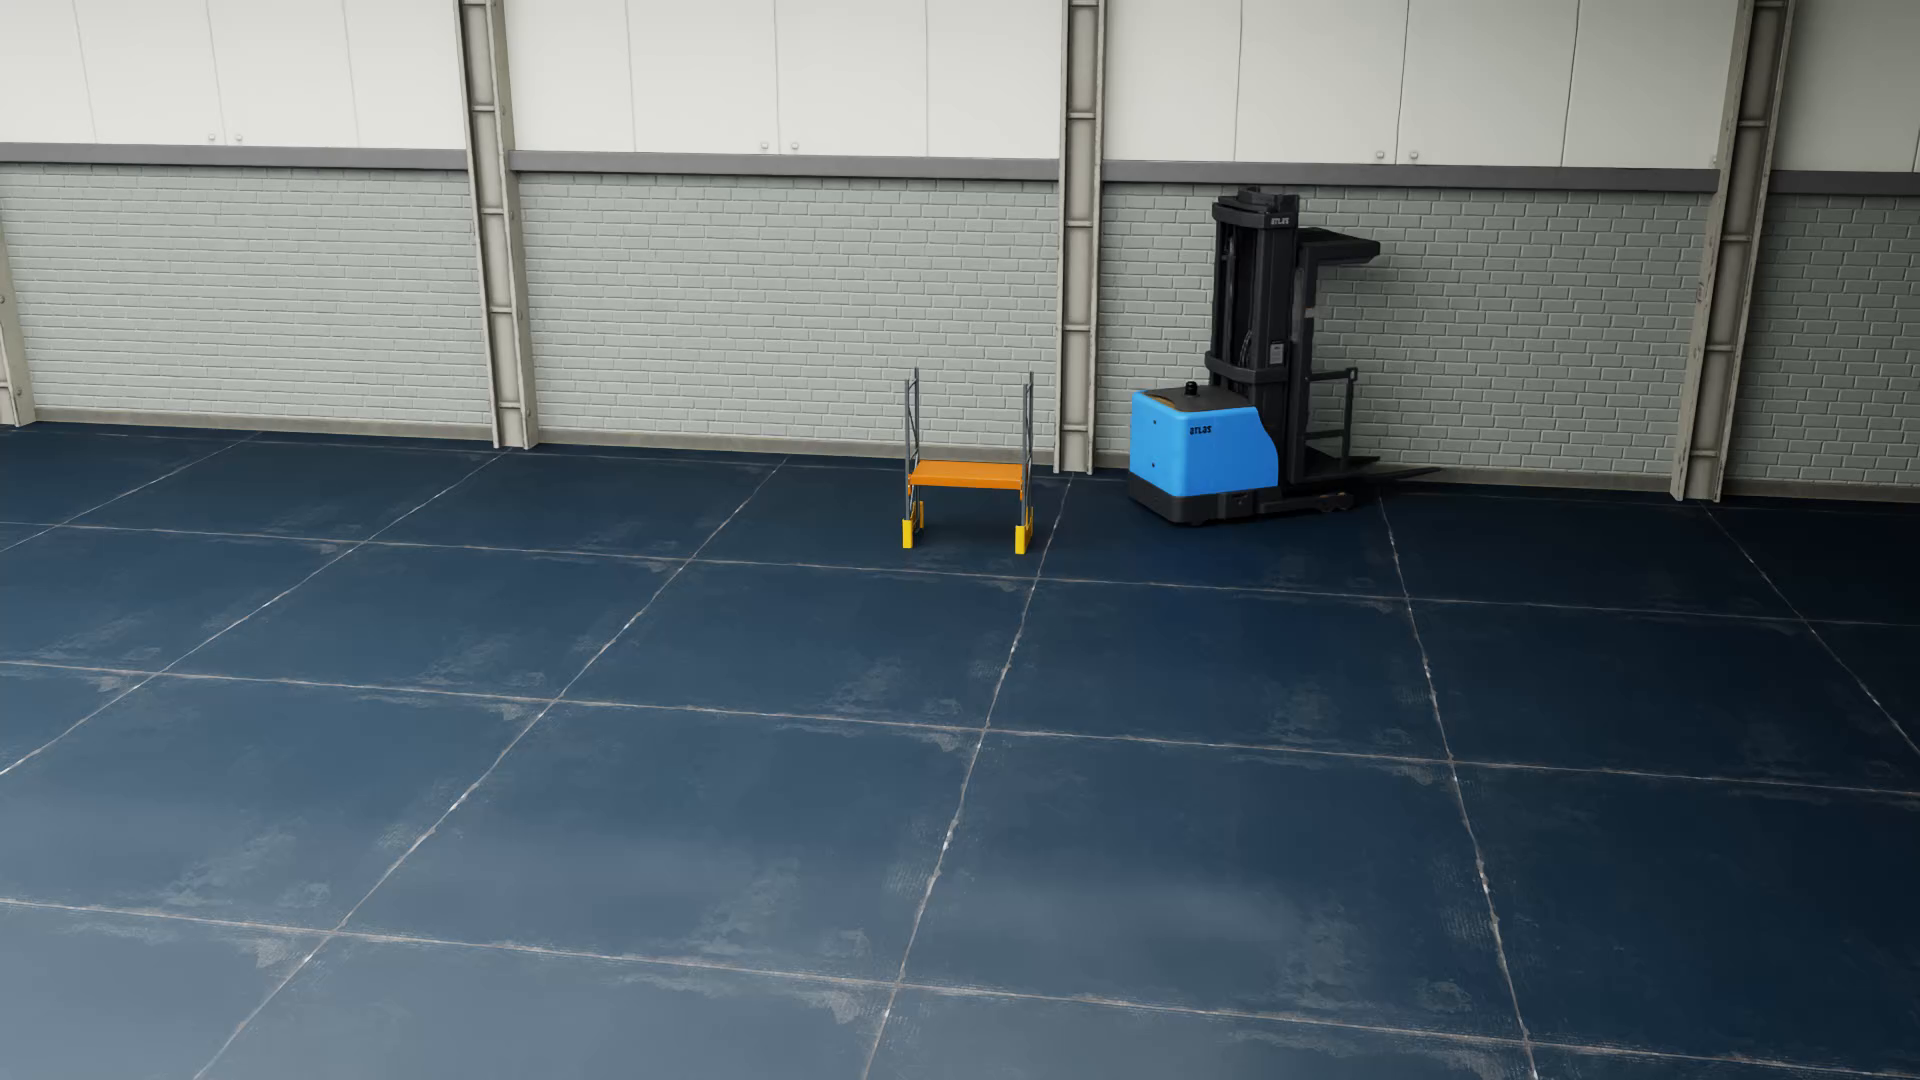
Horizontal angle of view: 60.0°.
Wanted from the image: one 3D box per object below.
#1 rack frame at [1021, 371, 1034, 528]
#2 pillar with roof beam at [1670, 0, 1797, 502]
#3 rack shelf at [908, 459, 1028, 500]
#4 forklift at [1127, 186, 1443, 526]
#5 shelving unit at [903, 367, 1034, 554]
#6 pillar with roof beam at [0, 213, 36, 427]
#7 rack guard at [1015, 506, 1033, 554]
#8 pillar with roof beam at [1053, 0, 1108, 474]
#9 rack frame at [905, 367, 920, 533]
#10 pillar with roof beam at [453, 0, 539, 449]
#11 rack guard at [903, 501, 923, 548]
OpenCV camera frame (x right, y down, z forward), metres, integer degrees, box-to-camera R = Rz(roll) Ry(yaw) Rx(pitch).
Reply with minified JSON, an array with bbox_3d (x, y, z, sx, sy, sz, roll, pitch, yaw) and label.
[{"bbox_3d":[0.586,-0.681,14.476,0.032,1.500,0.500,3,19,9],"label":"rack frame"},{"bbox_3d":[6.407,-3.337,10.594,0.400,9.000,9.100,3,19,9],"label":"pillar with roof beam"},{"bbox_3d":[0.084,-0.536,14.609,1.000,0.185,0.538,3,19,9],"label":"rack shelf"},{"bbox_3d":[3.167,-1.795,15.548,3.031,2.935,1.130,-7,20,-20],"label":"forklift"},{"bbox_3d":[0.075,-0.707,14.554,1.083,1.500,0.587,3,19,9],"label":"shelving unit"},{"bbox_3d":[-11.365,-4.243,13.302,0.400,9.000,9.100,3,19,9],"label":"pillar with roof beam"},{"bbox_3d":[0.567,-0.090,14.677,0.087,0.250,0.587,3,19,9],"label":"rack guard"},{"bbox_3d":[0.483,-3.639,11.497,0.400,9.000,9.100,3,19,9],"label":"pillar with roof beam"},{"bbox_3d":[-0.418,-0.733,14.629,0.032,1.500,0.500,3,19,9],"label":"rack frame"},{"bbox_3d":[-5.441,-3.941,12.399,0.400,9.000,9.100,3,19,9],"label":"pillar with roof beam"},{"bbox_3d":[-0.416,-0.140,14.827,0.087,0.250,0.587,3,19,9],"label":"rack guard"}]
